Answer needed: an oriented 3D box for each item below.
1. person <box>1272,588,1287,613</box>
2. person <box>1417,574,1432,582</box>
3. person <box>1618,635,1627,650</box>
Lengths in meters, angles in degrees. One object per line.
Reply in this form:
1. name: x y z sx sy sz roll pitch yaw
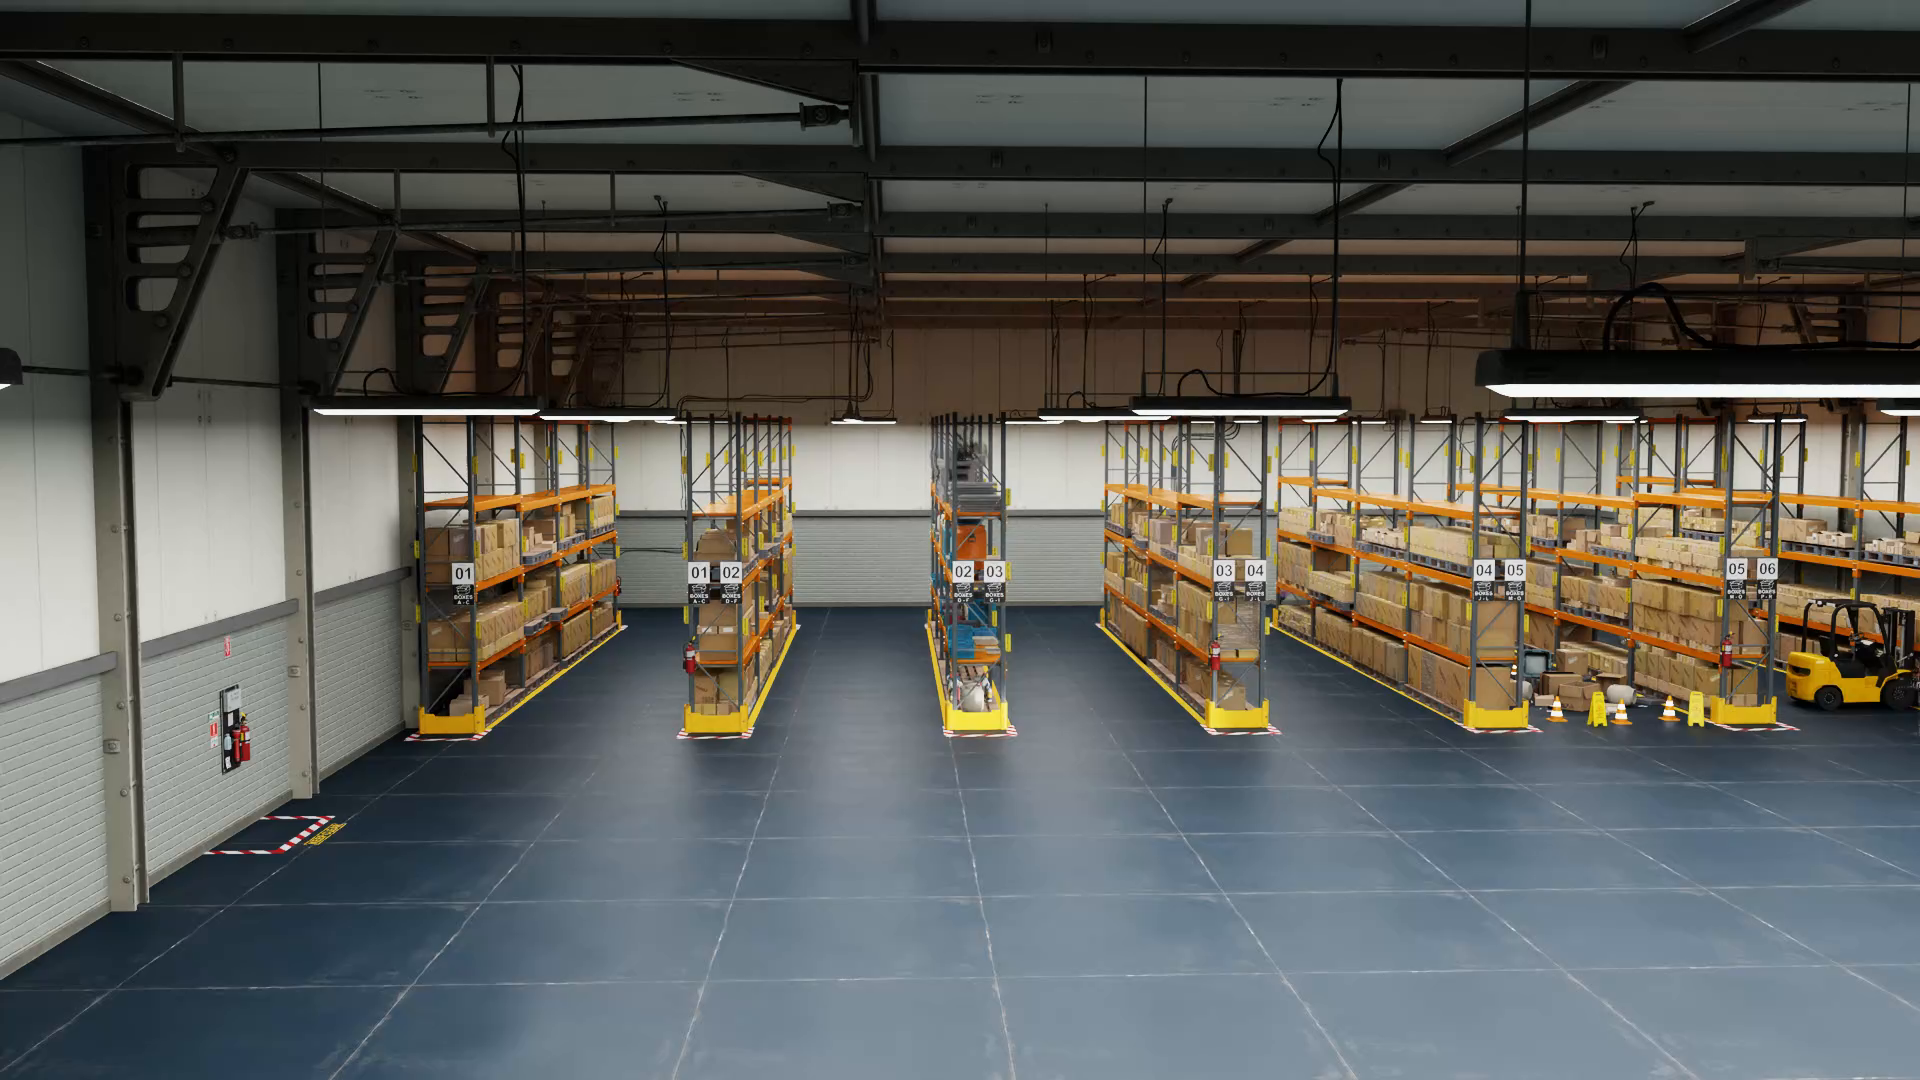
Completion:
1. person: 9.409 1.635 48.930 0.453 1.547 0.603 1 4 19
2. person: 13.733 1.571 49.309 0.735 1.631 0.542 0 4 -5
3. person: 16.830 1.981 42.033 0.695 1.783 0.667 0 4 -2
